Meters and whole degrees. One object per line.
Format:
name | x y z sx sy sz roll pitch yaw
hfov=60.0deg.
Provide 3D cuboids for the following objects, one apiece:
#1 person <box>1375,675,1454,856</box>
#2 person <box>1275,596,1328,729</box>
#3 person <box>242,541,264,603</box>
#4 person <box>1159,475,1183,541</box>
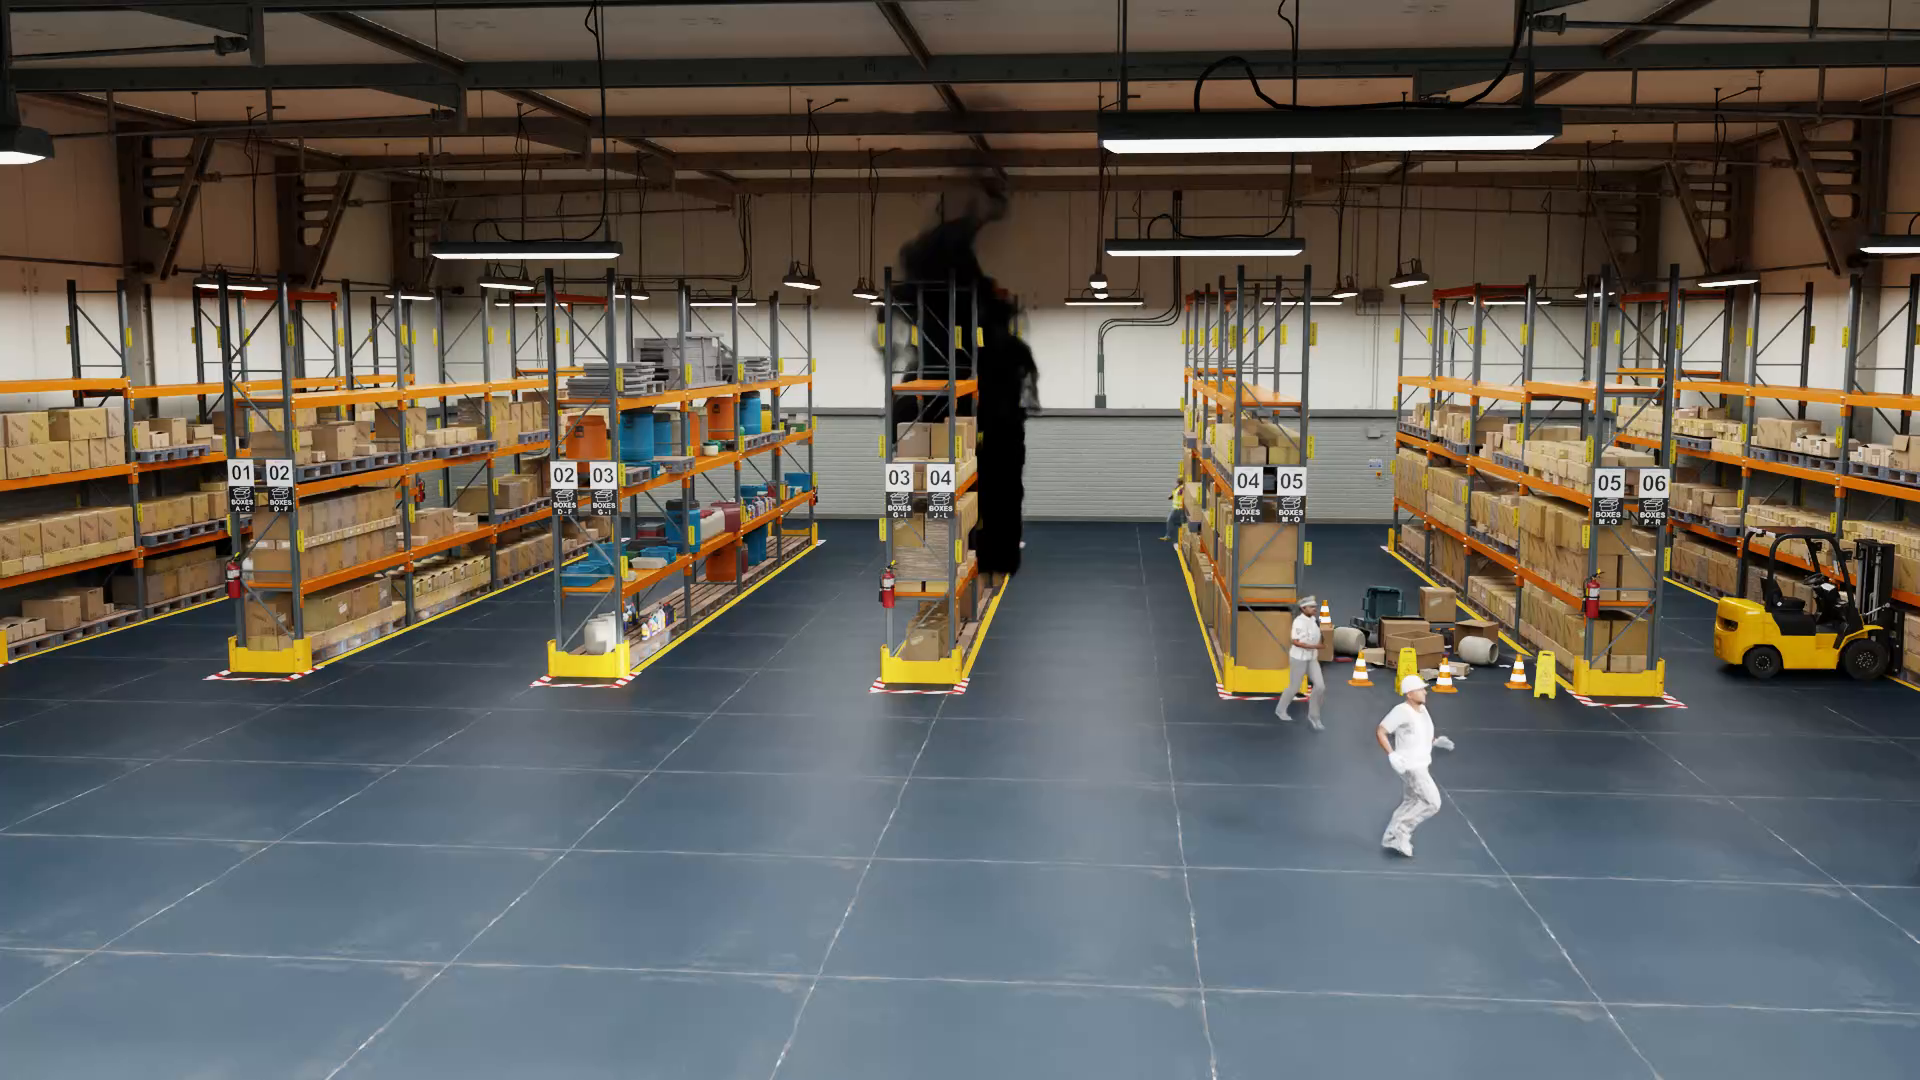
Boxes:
person | 4.410 2.177 16.039 0.662 1.747 0.664 4 8 31
person | 4.441 1.578 21.465 0.589 1.772 0.763 -6 9 -41
person | -11.739 0.834 27.616 0.614 1.647 0.580 0 7 0
person | 5.329 -0.802 40.763 0.867 1.715 0.771 1 7 4
